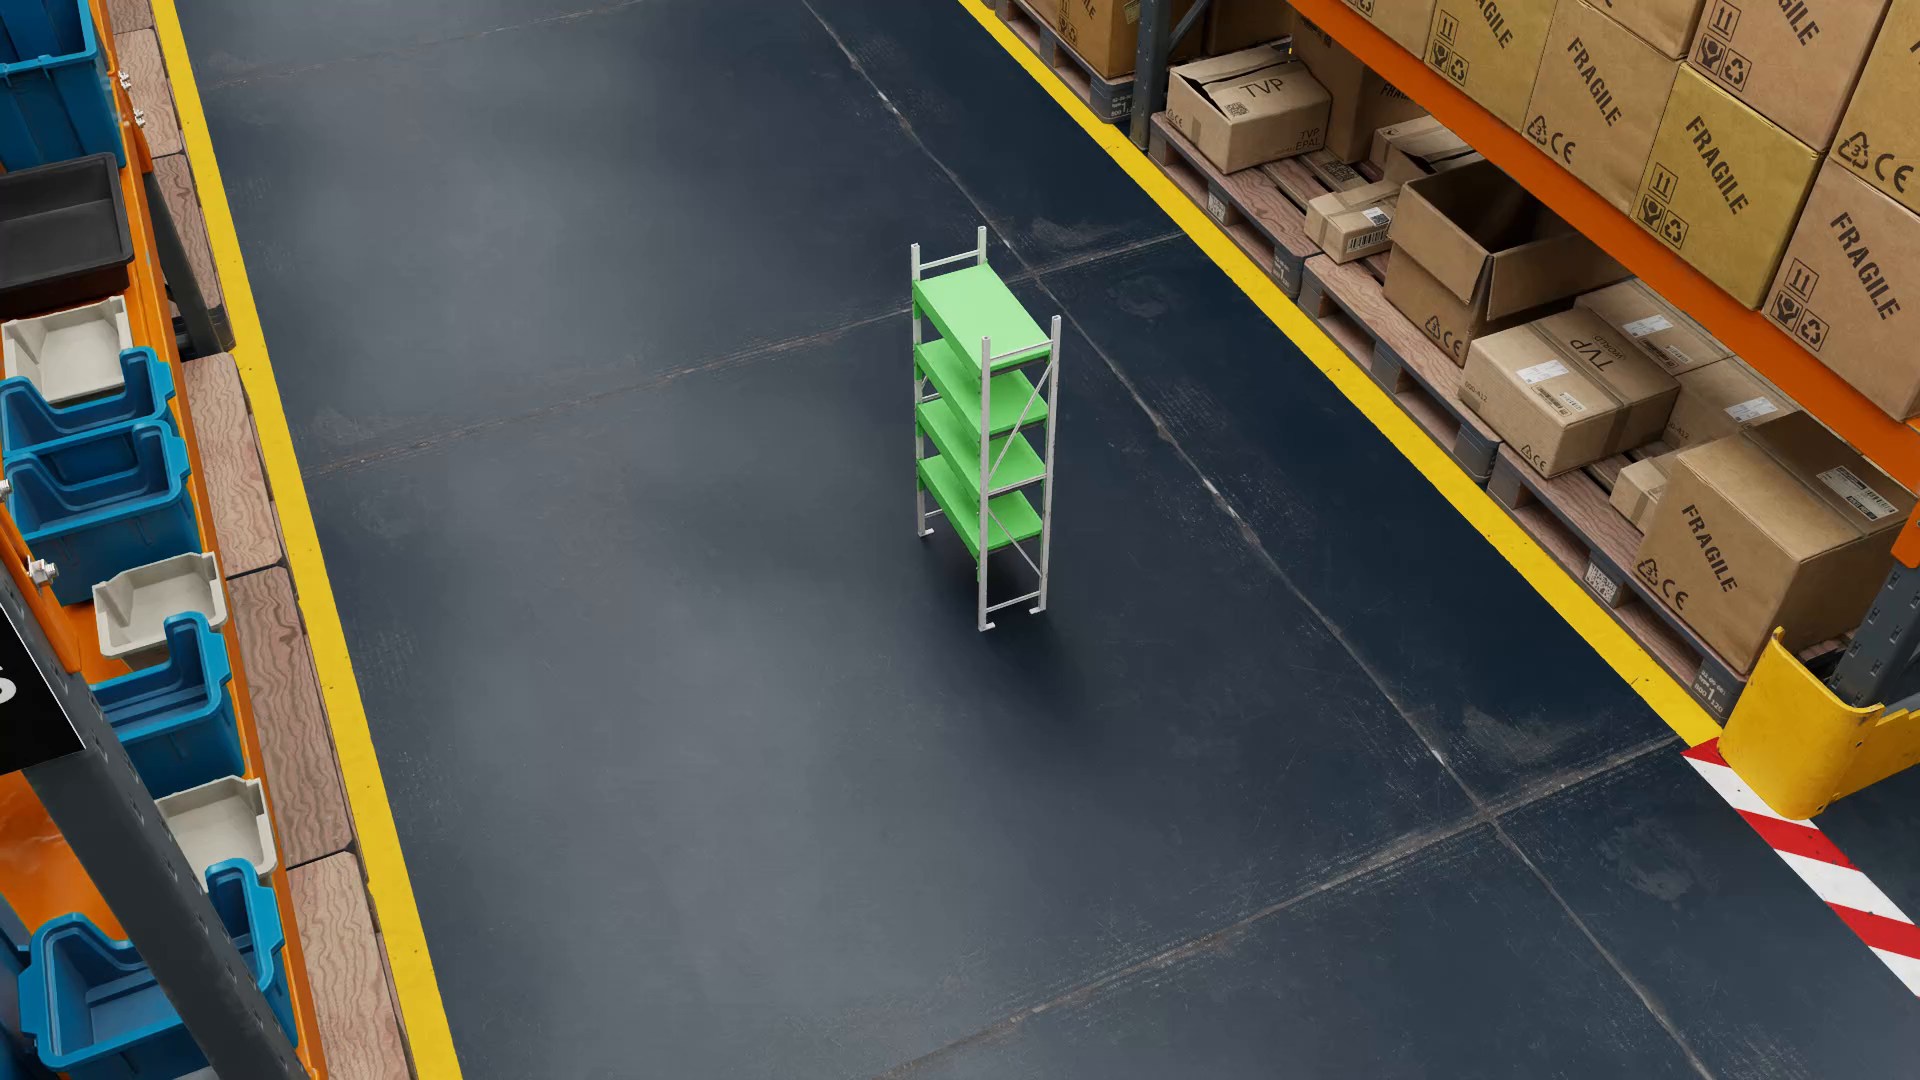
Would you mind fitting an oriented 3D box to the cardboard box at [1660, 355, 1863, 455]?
[{"bbox_3d":[2.751,-0.384,5.648,0.500,0.250,0.500,-18,47,-17],"label":"cardboard box"}]

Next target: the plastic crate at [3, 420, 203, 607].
[{"bbox_3d":[-1.922,-0.052,3.744,0.416,0.233,0.300,-18,47,-17],"label":"plastic crate"}]

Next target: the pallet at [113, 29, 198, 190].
[{"bbox_3d":[-4.048,-1.836,7.460,1.003,0.211,1.213,-18,47,-17],"label":"pallet"}]

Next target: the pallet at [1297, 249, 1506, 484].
[{"bbox_3d":[2.056,-0.797,6.408,1.003,0.211,1.213,-18,47,-17],"label":"pallet"}]

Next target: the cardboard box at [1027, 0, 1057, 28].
[{"bbox_3d":[0.583,-2.820,7.939,0.500,0.500,0.500,-18,47,-17],"label":"cardboard box"}]

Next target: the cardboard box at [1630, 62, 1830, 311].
[{"bbox_3d":[2.276,-1.027,4.584,0.500,0.500,0.500,-18,47,-17],"label":"cardboard box"}]

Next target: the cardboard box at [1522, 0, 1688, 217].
[{"bbox_3d":[2.071,-1.347,4.908,0.500,0.500,0.500,-18,47,-17],"label":"cardboard box"}]

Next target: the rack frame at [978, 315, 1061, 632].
[{"bbox_3d":[0.172,-0.166,5.064,0.240,1.200,0.015,-18,47,-17],"label":"rack frame"}]

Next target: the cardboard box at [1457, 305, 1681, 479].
[{"bbox_3d":[2.109,-0.523,5.789,0.500,0.250,0.500,-18,47,-17],"label":"cardboard box"}]

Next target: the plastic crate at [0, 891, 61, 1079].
[{"bbox_3d":[-1.873,0.811,2.724,0.616,0.435,0.499,-18,47,-17],"label":"plastic crate"}]

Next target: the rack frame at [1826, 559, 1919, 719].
[{"bbox_3d":[2.933,-0.457,4.078,1.000,3.000,0.127,-18,47,-17],"label":"rack frame"}]

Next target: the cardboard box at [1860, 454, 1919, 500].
[{"bbox_3d":[2.964,-0.133,5.453,0.380,0.166,0.250,-18,47,-17],"label":"cardboard box"}]

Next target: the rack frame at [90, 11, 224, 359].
[{"bbox_3d":[-3.245,-1.546,5.181,1.000,3.000,0.127,-18,47,-17],"label":"rack frame"}]

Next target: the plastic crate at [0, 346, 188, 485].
[{"bbox_3d":[-2.048,-0.243,3.937,0.416,0.233,0.300,-18,47,-17],"label":"plastic crate"}]

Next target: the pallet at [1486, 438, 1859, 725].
[{"bbox_3d":[2.565,-0.021,5.621,1.003,0.211,1.213,-18,47,-17],"label":"pallet"}]

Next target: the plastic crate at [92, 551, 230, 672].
[{"bbox_3d":[-1.713,0.160,3.597,0.250,0.136,0.298,-18,47,-17],"label":"plastic crate"}]

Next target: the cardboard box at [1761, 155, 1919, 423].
[{"bbox_3d":[2.498,-0.698,4.250,0.500,0.500,0.500,-17,47,-16],"label":"cardboard box"}]

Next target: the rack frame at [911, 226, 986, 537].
[{"bbox_3d":[-0.033,-0.477,5.379,0.240,1.200,0.015,-18,47,-17],"label":"rack frame"}]

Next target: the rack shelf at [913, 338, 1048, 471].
[{"bbox_3d":[0.070,-0.447,5.098,0.258,0.148,0.480,-18,47,-17],"label":"rack shelf"}]

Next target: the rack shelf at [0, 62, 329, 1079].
[{"bbox_3d":[-2.404,-0.015,4.142,1.077,0.370,4.000,-18,47,-17],"label":"rack shelf"}]

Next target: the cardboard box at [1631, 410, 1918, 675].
[{"bbox_3d":[2.481,0.002,5.078,0.500,0.500,0.500,-18,47,-17],"label":"cardboard box"}]

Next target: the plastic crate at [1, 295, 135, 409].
[{"bbox_3d":[-2.240,-0.452,4.218,0.293,0.136,0.466,-18,47,-17],"label":"plastic crate"}]

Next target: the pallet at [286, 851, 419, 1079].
[{"bbox_3d":[-1.874,1.459,4.121,1.003,0.211,1.213,-18,47,-17],"label":"pallet"}]

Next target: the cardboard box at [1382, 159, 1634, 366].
[{"bbox_3d":[2.046,-1.078,6.171,0.797,0.503,0.637,-18,47,-17],"label":"cardboard box"}]

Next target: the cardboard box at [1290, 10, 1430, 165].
[{"bbox_3d":[1.748,-1.994,7.101,0.500,0.500,0.500,-18,47,-17],"label":"cardboard box"}]

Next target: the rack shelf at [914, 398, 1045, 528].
[{"bbox_3d":[0.070,-0.276,5.267,0.258,0.148,0.480,-18,47,-17],"label":"rack shelf"}]

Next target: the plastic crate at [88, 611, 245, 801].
[{"bbox_3d":[-1.645,0.368,3.318,0.416,0.233,0.300,-18,47,-17],"label":"plastic crate"}]

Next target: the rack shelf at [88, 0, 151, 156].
[{"bbox_3d":[-4.086,-2.564,6.725,1.077,0.370,4.000,-18,47,-17],"label":"rack shelf"}]

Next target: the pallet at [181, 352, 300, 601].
[{"bbox_3d":[-2.900,-0.096,5.697,1.003,0.211,1.213,-18,47,-17],"label":"pallet"}]

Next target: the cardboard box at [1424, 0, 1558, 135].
[{"bbox_3d":[1.860,-1.668,5.234,0.500,0.500,0.500,-19,48,-18],"label":"cardboard box"}]

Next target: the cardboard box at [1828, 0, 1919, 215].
[{"bbox_3d":[2.496,-1.051,3.896,0.500,0.500,0.500,-18,48,-18],"label":"cardboard box"}]

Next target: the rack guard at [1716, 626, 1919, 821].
[{"bbox_3d":[2.901,0.384,5.005,1.175,0.500,0.348,-18,47,-17],"label":"rack guard"}]

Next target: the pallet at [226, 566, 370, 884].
[{"bbox_3d":[-2.384,0.683,4.908,1.003,0.211,1.213,-18,47,-17],"label":"pallet"}]

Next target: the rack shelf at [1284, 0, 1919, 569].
[{"bbox_3d":[2.092,-1.476,5.622,1.077,0.370,4.000,-18,47,-17],"label":"rack shelf"}]

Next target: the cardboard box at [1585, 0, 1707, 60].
[{"bbox_3d":[2.061,-1.702,4.556,0.500,0.500,0.500,-17,47,-16],"label":"cardboard box"}]

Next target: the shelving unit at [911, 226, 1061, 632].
[{"bbox_3d":[0.070,-0.322,5.222,0.258,1.200,0.503,-18,47,-17],"label":"shelving unit"}]

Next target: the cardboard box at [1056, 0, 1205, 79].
[{"bbox_3d":[0.783,-2.503,7.617,0.500,0.500,0.500,-18,47,-18],"label":"cardboard box"}]

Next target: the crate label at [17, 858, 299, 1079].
[{"bbox_3d":[-1.368,0.787,2.893,0.416,0.233,0.303,-18,47,-17],"label":"crate label"}]

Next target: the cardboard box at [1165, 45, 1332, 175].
[{"bbox_3d":[1.231,-1.874,7.115,0.500,0.311,0.500,-18,47,-17],"label":"cardboard box"}]

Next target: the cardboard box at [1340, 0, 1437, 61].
[{"bbox_3d":[1.645,-1.992,5.562,0.500,0.500,0.500,-18,47,-18],"label":"cardboard box"}]

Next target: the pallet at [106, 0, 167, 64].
[{"bbox_3d":[-4.557,-2.612,8.247,1.003,0.211,1.213,-18,47,-17],"label":"pallet"}]

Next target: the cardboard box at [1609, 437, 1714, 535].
[{"bbox_3d":[2.392,-0.164,5.484,0.380,0.166,0.250,-18,47,-17],"label":"cardboard box"}]

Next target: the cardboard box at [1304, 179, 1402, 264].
[{"bbox_3d":[1.604,-1.275,6.610,0.380,0.166,0.250,-18,47,-17],"label":"cardboard box"}]

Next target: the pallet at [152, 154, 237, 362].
[{"bbox_3d":[-3.531,-1.057,6.671,1.003,0.211,1.213,-18,47,-17],"label":"pallet"}]

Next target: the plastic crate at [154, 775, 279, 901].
[{"bbox_3d":[-1.428,0.592,3.159,0.250,0.136,0.298,-18,47,-17],"label":"plastic crate"}]

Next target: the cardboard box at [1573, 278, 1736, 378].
[{"bbox_3d":[2.541,-0.702,5.971,0.500,0.250,0.500,-18,47,-17],"label":"cardboard box"}]

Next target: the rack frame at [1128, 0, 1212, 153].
[{"bbox_3d":[1.251,-3.006,6.661,1.000,3.000,0.127,-18,47,-17],"label":"rack frame"}]

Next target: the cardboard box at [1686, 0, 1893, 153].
[{"bbox_3d":[2.283,-1.373,4.222,0.500,0.500,0.500,-17,47,-16],"label":"cardboard box"}]

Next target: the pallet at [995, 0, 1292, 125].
[{"bbox_3d":[0.875,-2.521,8.154,1.003,0.211,1.213,-18,47,-17],"label":"pallet"}]

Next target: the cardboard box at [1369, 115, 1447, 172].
[{"bbox_3d":[1.960,-1.647,7.000,0.380,0.149,0.250,-18,47,-17],"label":"cardboard box"}]

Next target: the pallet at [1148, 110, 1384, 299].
[{"bbox_3d":[1.539,-1.576,7.197,1.003,0.211,1.213,-18,47,-17],"label":"pallet"}]

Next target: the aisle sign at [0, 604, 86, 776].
[{"bbox_3d":[-1.263,0.036,1.727,0.394,0.787,0.004,-18,47,-17],"label":"aisle sign"}]

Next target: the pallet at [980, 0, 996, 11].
[{"bbox_3d":[0.358,-3.299,8.943,1.003,0.211,1.213,-18,47,-17],"label":"pallet"}]

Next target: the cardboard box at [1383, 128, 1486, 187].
[{"bbox_3d":[2.063,-1.448,6.683,0.500,0.311,0.500,-18,47,-17],"label":"cardboard box"}]

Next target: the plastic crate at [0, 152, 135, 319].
[{"bbox_3d":[-2.530,-0.835,4.614,0.437,0.125,0.590,-18,47,-17],"label":"plastic crate"}]

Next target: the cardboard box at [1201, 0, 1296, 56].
[{"bbox_3d":[1.269,-2.653,7.770,0.500,0.500,0.500,-20,48,-19],"label":"cardboard box"}]

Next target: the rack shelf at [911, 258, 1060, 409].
[{"bbox_3d":[0.070,-0.618,4.929,0.258,0.148,0.480,-18,47,-17],"label":"rack shelf"}]

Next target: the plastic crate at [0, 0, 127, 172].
[{"bbox_3d":[-2.739,-1.365,4.966,0.392,0.384,0.575,-18,47,-17],"label":"plastic crate"}]

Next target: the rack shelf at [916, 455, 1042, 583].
[{"bbox_3d":[0.070,-0.105,5.435,0.258,0.148,0.480,-18,47,-17],"label":"rack shelf"}]

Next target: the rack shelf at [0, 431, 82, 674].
[{"bbox_3d":[-2.404,-1.083,3.088,1.077,0.370,4.000,-18,47,-17],"label":"rack shelf"}]
